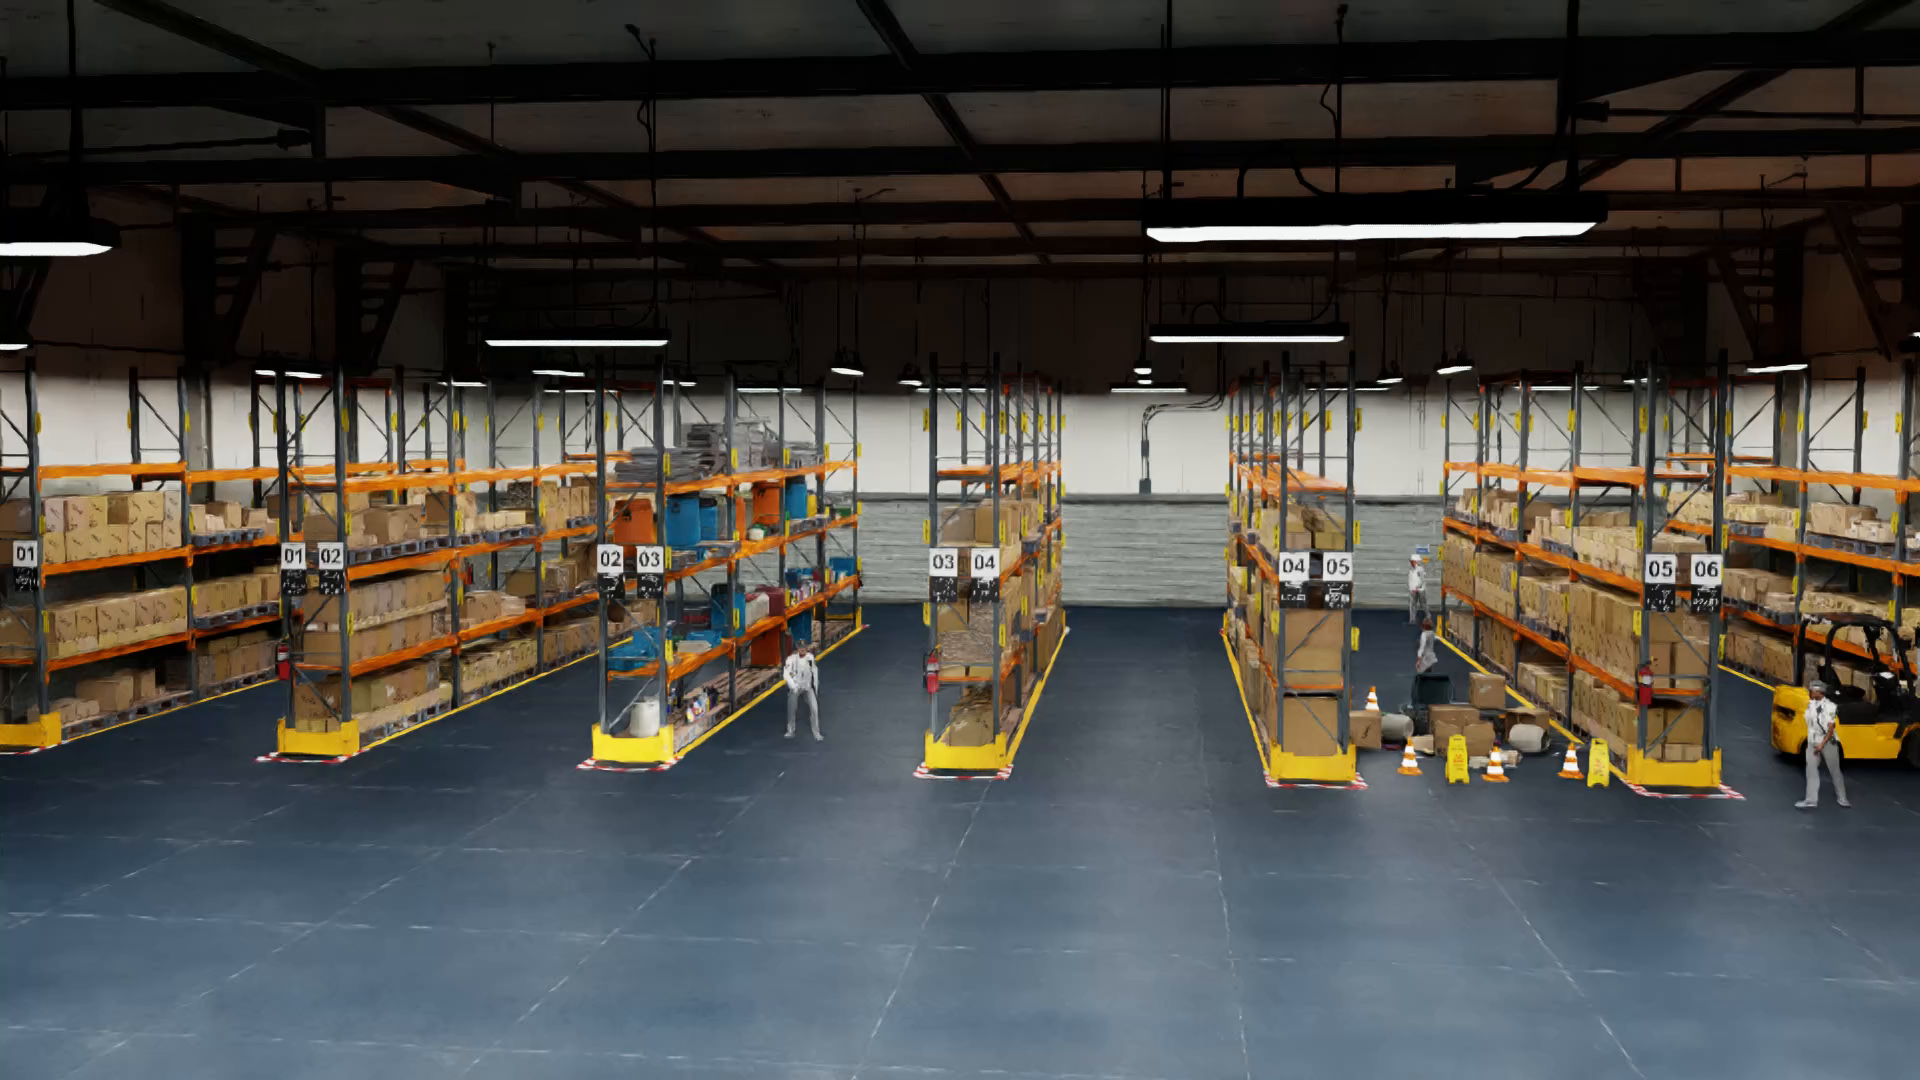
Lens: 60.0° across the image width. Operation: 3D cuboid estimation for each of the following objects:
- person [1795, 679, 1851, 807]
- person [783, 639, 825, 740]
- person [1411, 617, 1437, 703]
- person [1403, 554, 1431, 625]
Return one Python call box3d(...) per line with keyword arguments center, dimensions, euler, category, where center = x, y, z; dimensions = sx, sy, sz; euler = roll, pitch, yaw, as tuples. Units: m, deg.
box3d(center=(11.255, 2.647, 21.633), dimensions=(0.687, 1.655, 0.476), euler=(-2, 4, -21), category="person")
box3d(center=(-2.493, 2.336, 26.223), dimensions=(0.635, 1.609, 0.786), euler=(-1, 4, -13), category="person")
box3d(center=(8.124, 2.132, 29.063), dimensions=(0.522, 1.577, 0.520), euler=(3, 5, 36), category="person")
box3d(center=(11.322, 1.225, 41.052), dimensions=(0.700, 1.770, 0.553), euler=(-2, 4, -22), category="person")
